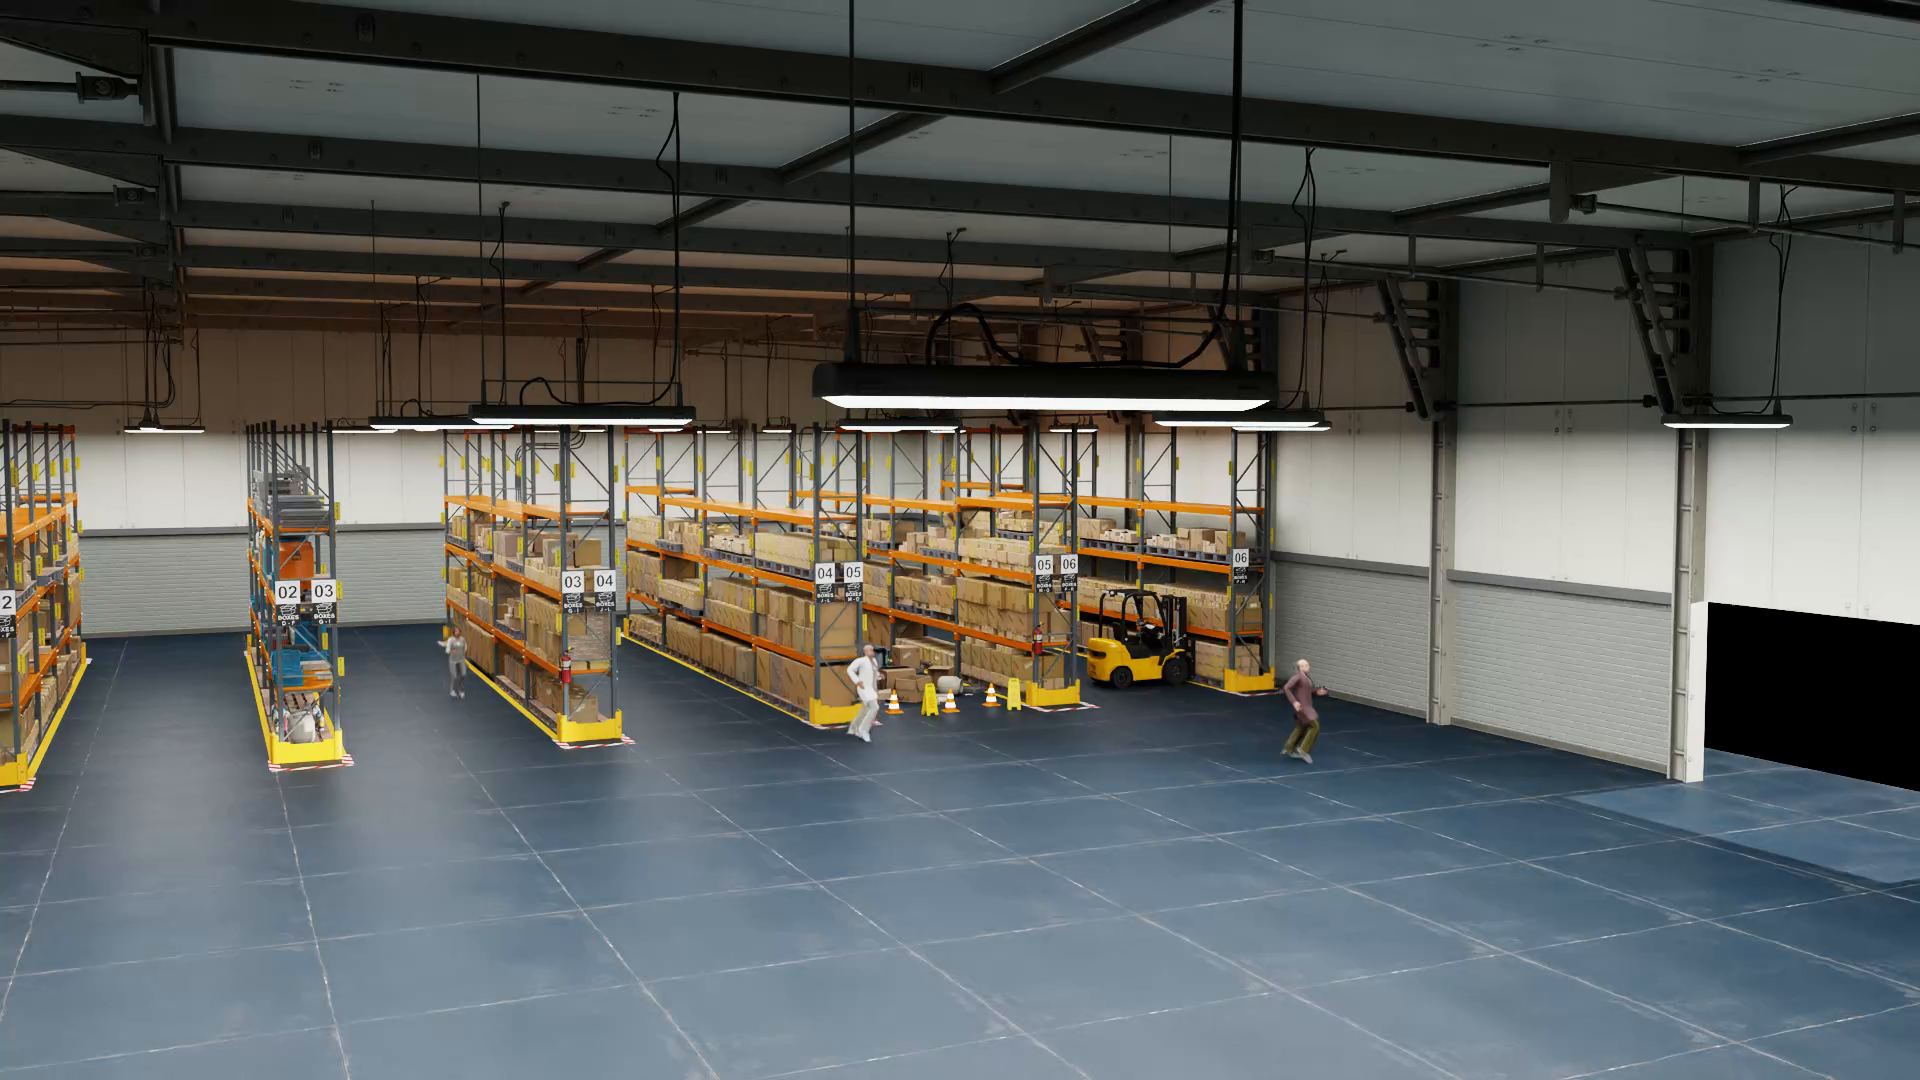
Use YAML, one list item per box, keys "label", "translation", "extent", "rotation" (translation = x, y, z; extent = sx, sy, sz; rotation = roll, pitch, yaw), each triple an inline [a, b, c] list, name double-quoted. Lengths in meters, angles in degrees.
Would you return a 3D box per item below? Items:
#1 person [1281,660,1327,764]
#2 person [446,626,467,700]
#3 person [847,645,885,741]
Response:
- label: "person"
  translation: [6.044, 3.013, 29.229]
  extent: [0.798, 1.823, 0.671]
  rotation: [1, 4, 22]
- label: "person"
  translation: [-10.928, 2.675, 36.149]
  extent: [0.490, 1.625, 0.711]
  rotation: [-2, 4, -30]
- label: "person"
  translation: [-1.739, 2.883, 31.437]
  extent: [0.680, 1.820, 0.720]
  rotation: [2, 4, 27]
